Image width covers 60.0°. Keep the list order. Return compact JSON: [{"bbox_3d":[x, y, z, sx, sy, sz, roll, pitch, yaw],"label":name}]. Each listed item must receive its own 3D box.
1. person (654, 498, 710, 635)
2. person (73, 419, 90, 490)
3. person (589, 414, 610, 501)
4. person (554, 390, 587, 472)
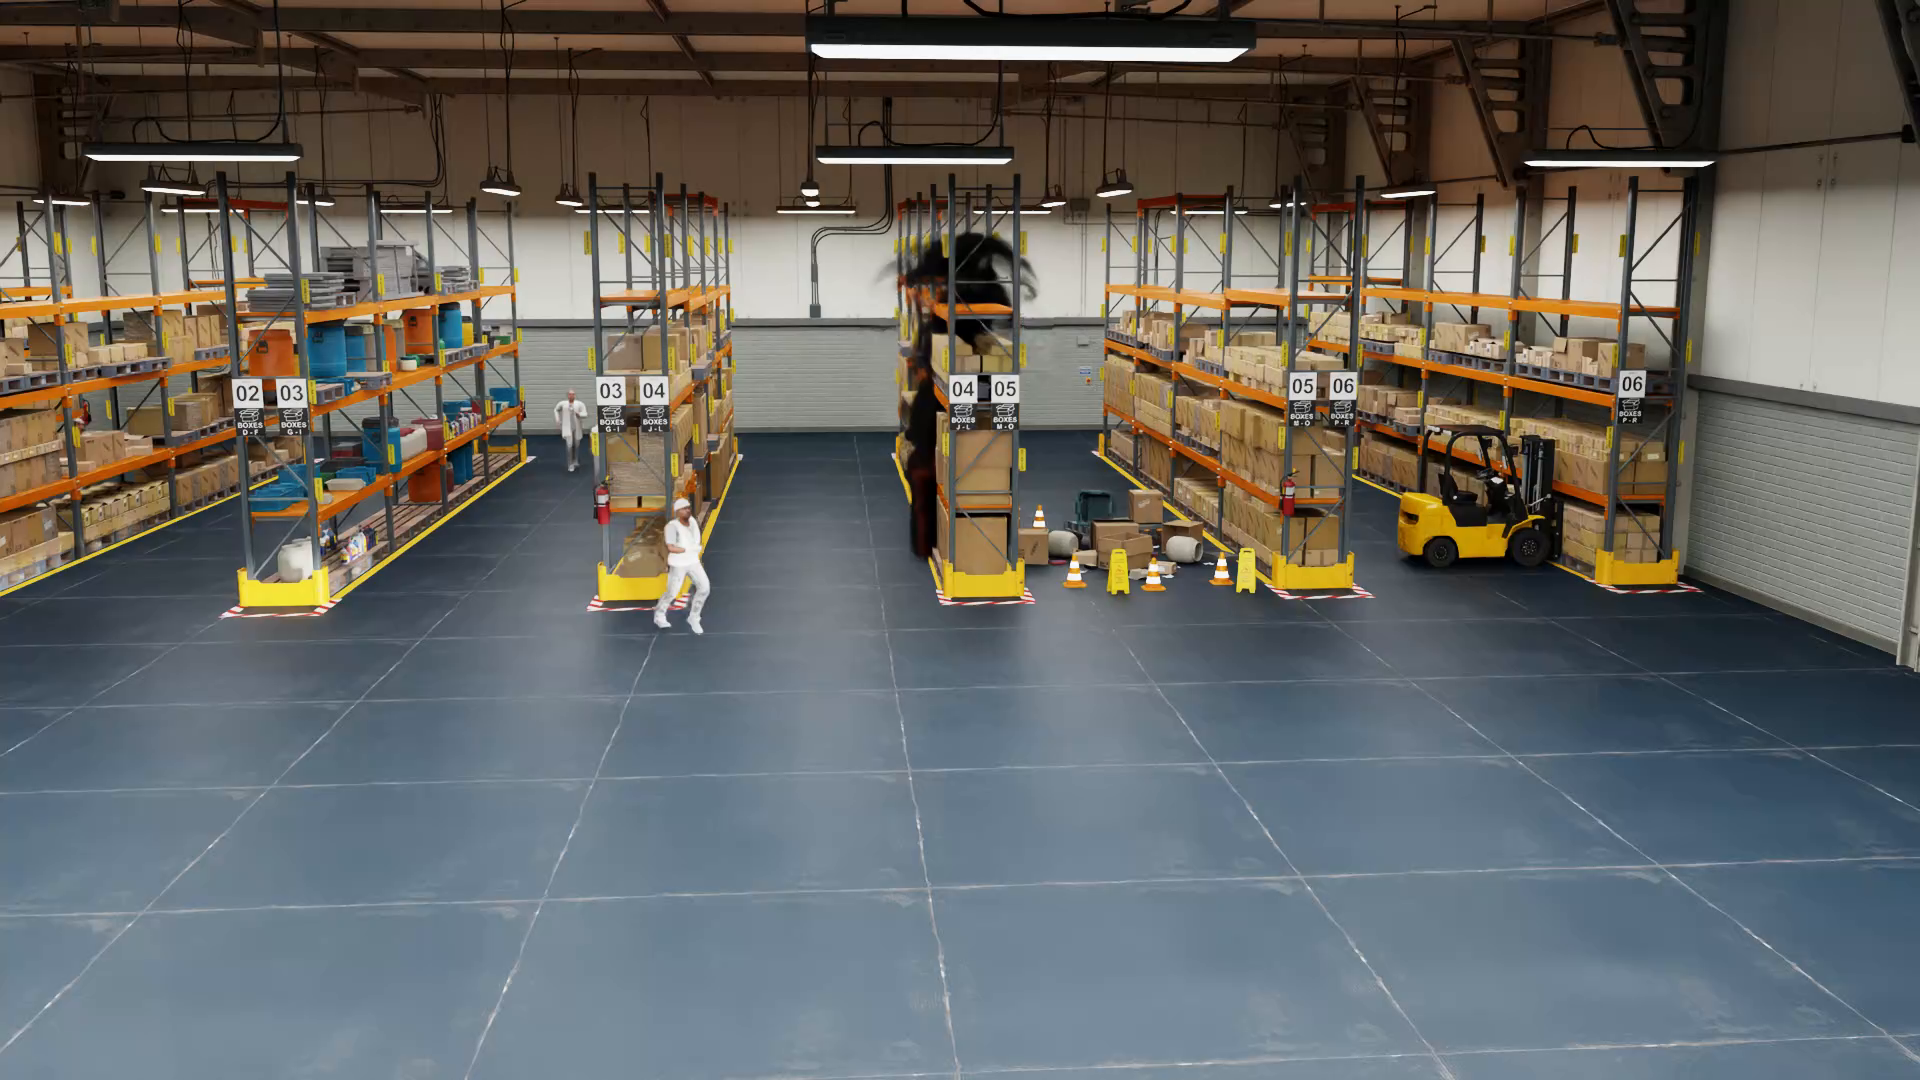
[{"bbox_3d":[-3.587,0.259,21.648,0.879,1.643,0.694,8,13,39],"label":"person"},{"bbox_3d":[-17.011,-1.491,32.244,0.656,1.738,0.819,-1,10,-3],"label":"person"},{"bbox_3d":[-7.174,-1.698,33.390,0.557,1.738,0.835,-1,10,-8],"label":"person"},{"bbox_3d":[-8.781,-2.480,37.625,0.674,1.849,0.862,-4,11,-22],"label":"person"}]
